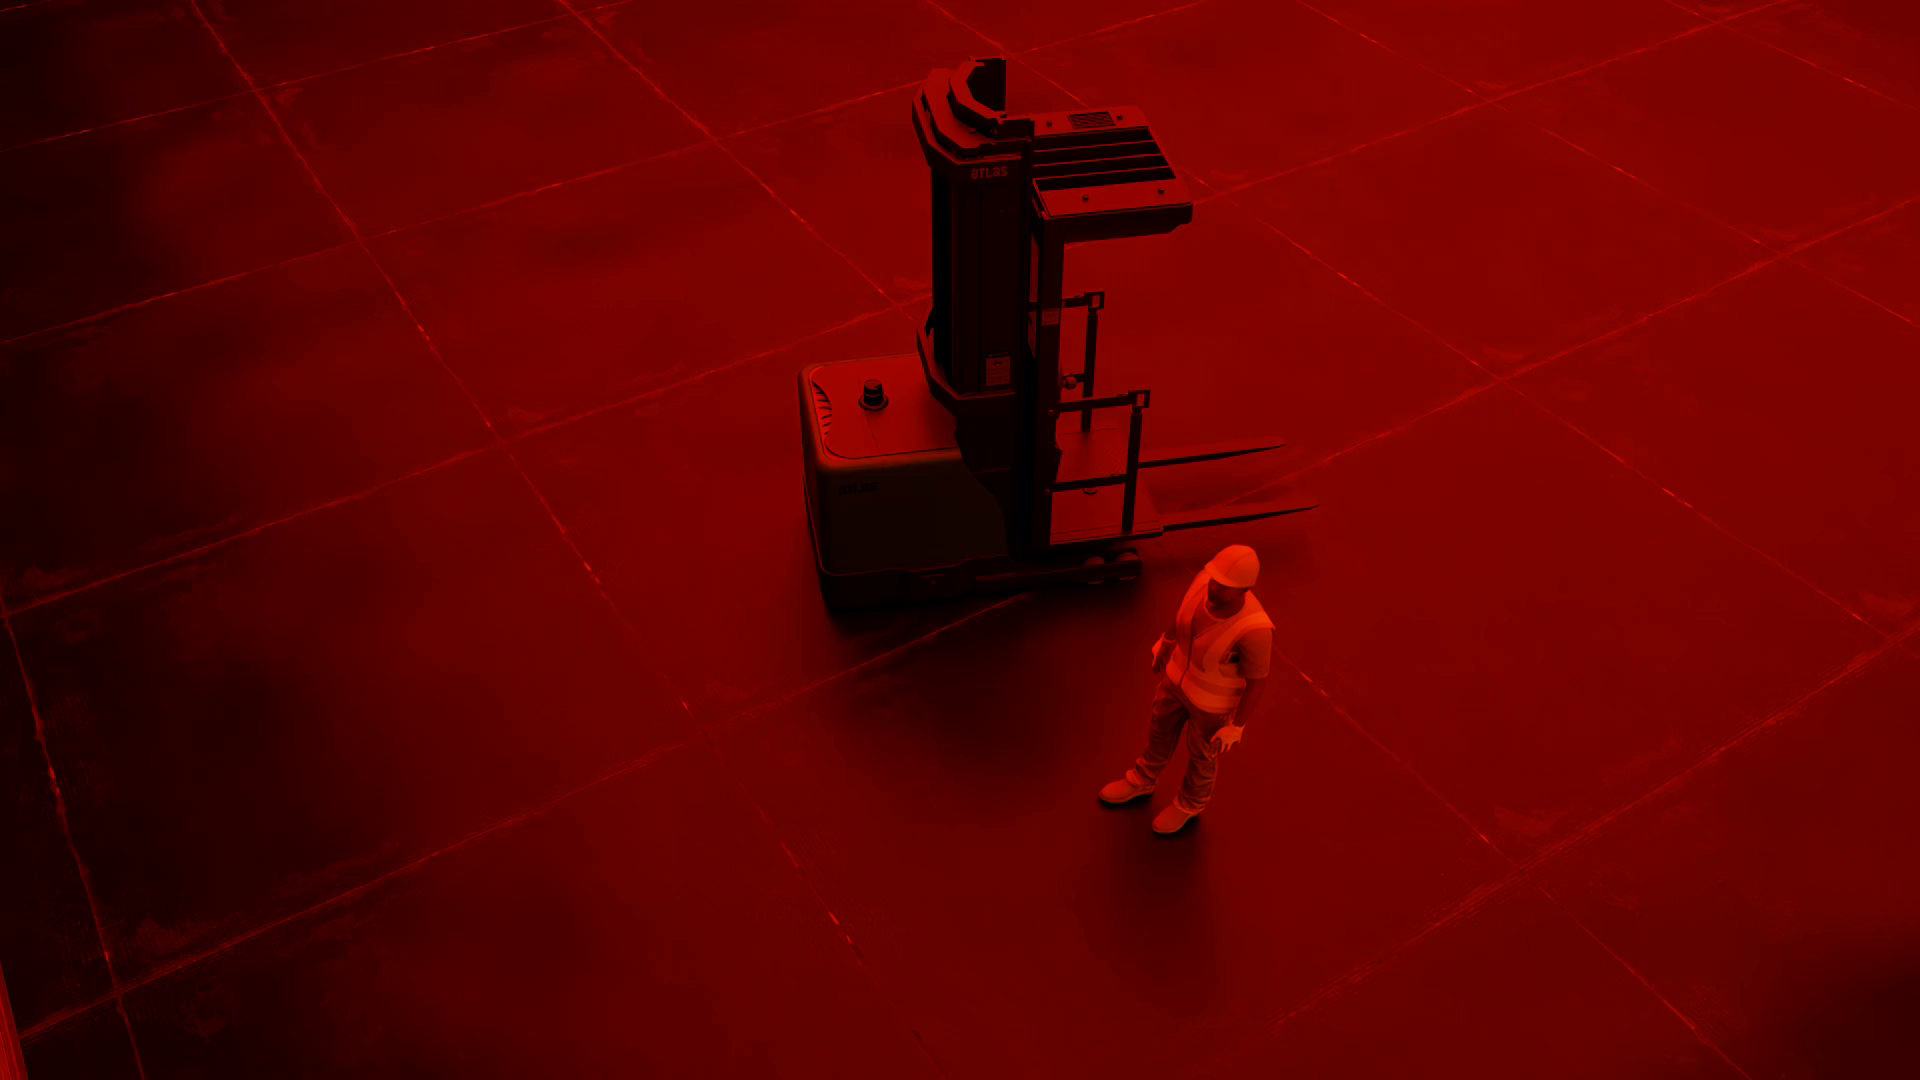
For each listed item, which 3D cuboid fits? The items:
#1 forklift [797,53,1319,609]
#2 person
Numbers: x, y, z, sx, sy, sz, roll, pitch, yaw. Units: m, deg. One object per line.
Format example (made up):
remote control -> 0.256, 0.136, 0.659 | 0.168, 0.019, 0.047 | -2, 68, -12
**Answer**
forklift -> 0.614, -1.179, 9.221 | 3.031, 2.935, 1.130 | -7, 42, -8
person -> 1.092, 0.727, 7.902 | 0.578, 1.784, 0.661 | -20, 45, -21
